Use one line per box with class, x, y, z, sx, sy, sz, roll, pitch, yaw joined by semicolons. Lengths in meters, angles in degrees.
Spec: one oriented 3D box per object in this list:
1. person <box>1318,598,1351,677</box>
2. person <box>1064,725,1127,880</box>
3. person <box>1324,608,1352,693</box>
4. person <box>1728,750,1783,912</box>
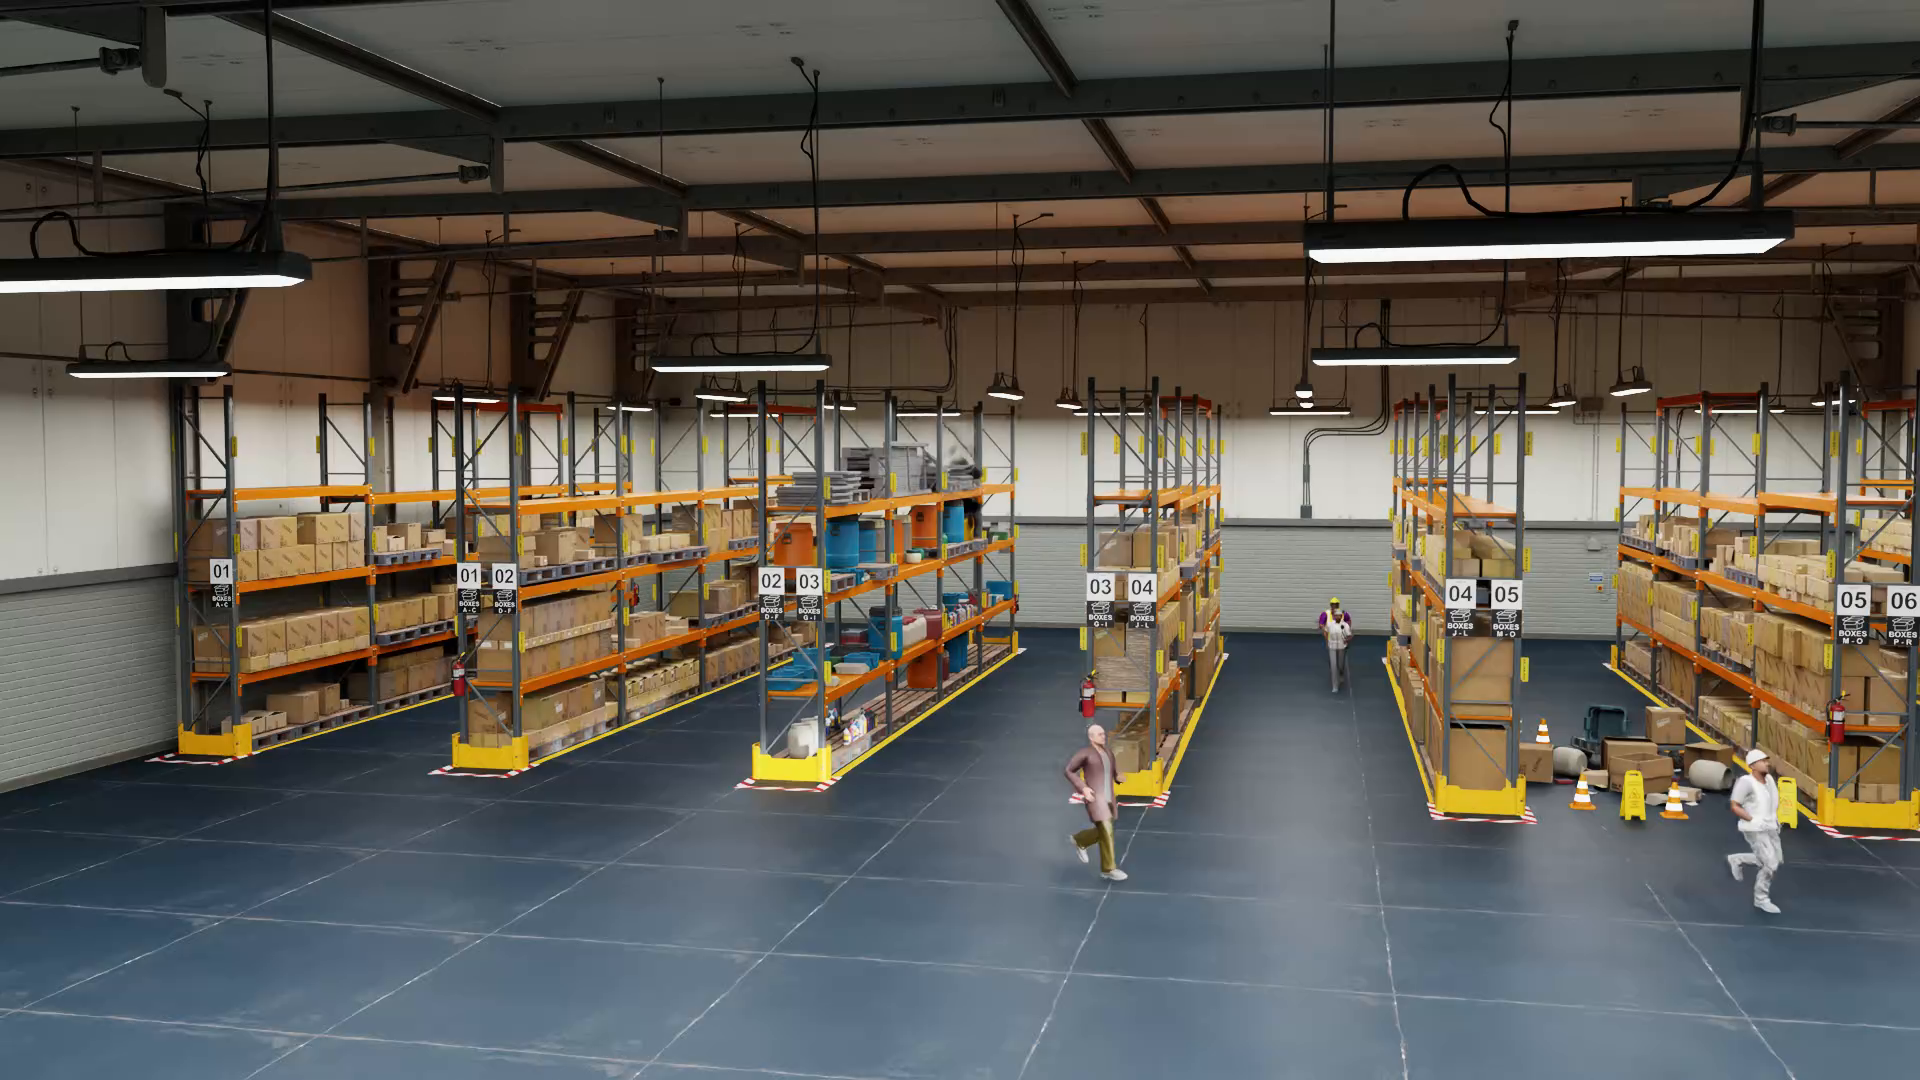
person;8.031;2.135;35.677;0.686;1.799;0.731;1;3;15
person;1.594;3.035;19.404;0.716;1.751;0.964;-3;4;-44
person;7.783;2.249;34.266;0.580;1.704;0.892;1;3;15
person;8.649;3.135;18.120;0.702;1.720;0.672;-2;4;-36
